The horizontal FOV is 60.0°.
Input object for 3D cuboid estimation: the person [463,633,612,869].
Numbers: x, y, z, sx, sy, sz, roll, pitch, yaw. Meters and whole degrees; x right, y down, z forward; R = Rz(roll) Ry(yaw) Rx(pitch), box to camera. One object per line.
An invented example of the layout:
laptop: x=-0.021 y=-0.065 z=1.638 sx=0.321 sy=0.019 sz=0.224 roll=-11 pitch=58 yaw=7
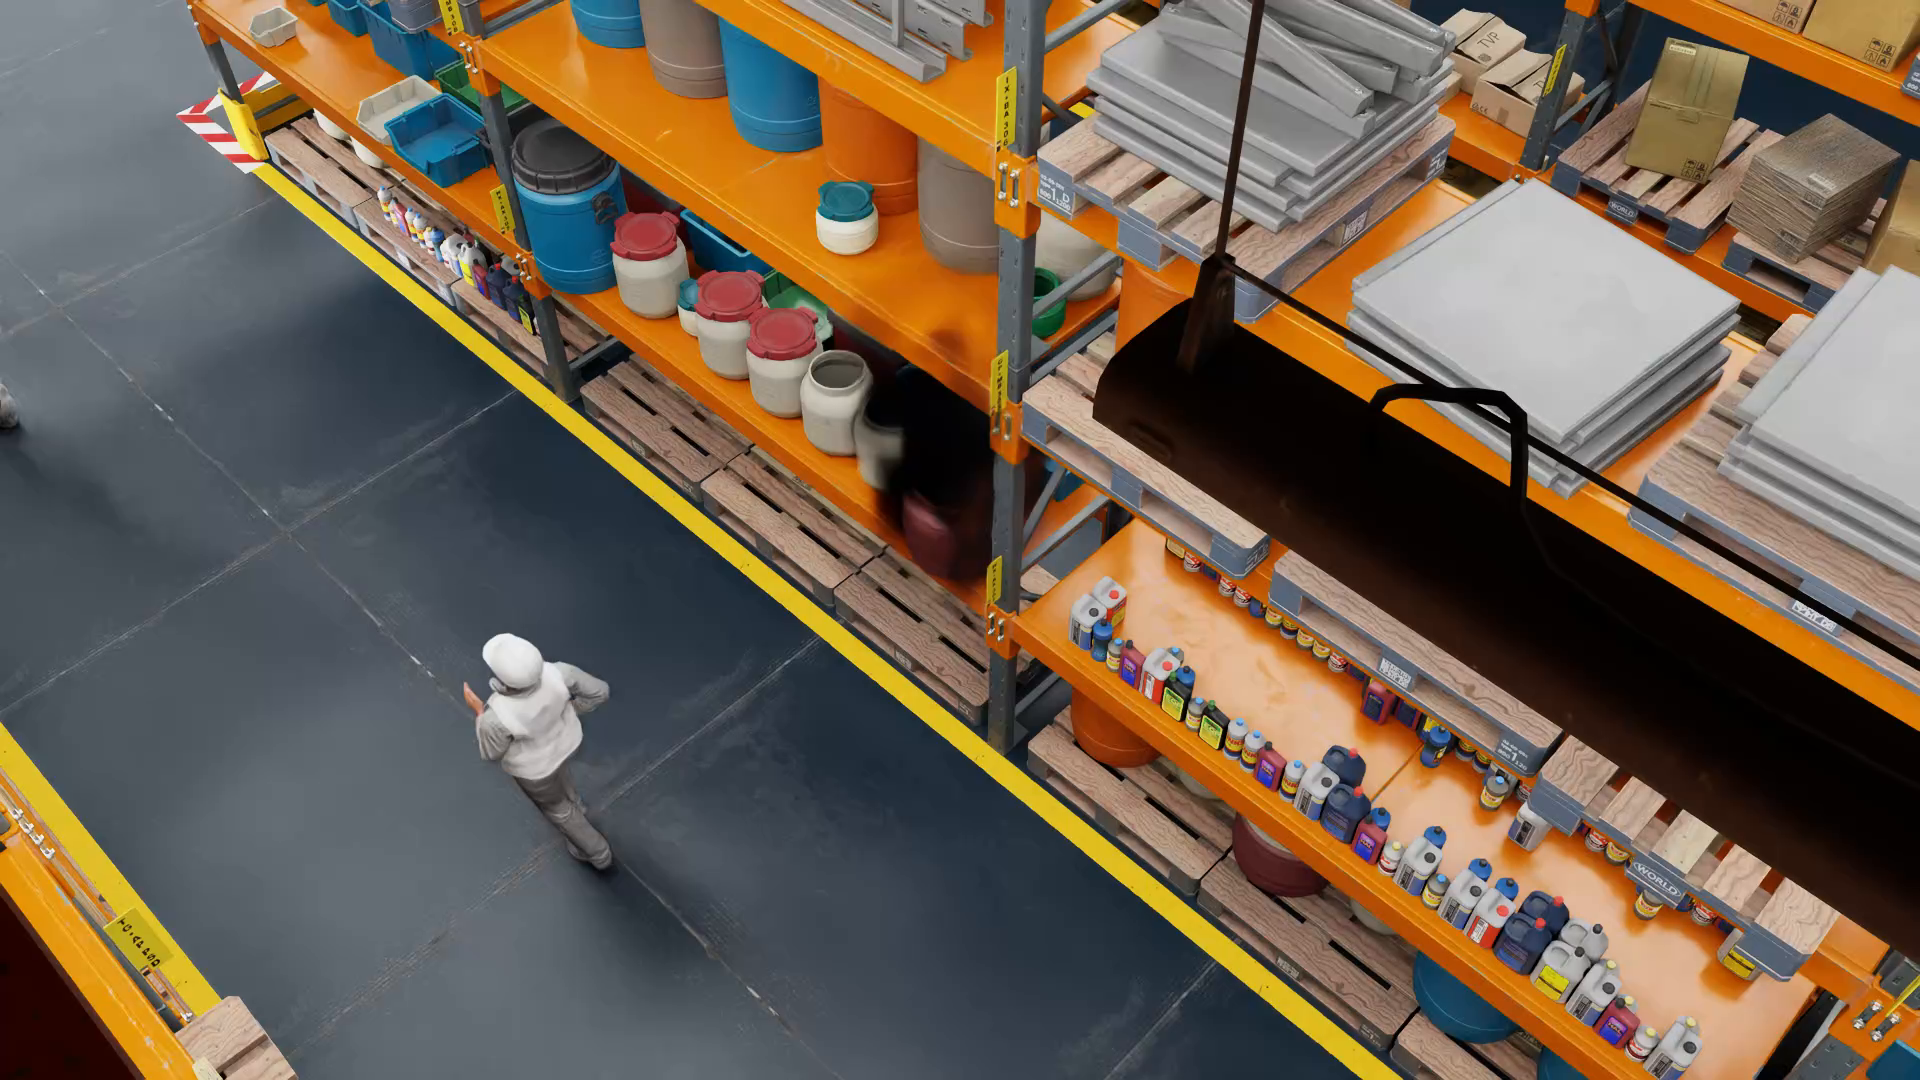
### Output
person: x=-2.111 y=1.040 z=8.378 sx=0.706 sy=1.820 sz=0.638 roll=27 pitch=55 yaw=21

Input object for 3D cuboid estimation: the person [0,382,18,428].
person: x=-6.429 y=-1.318 z=10.447 sx=0.643 sy=1.649 sz=0.603 roll=27 pitch=55 yaw=21
